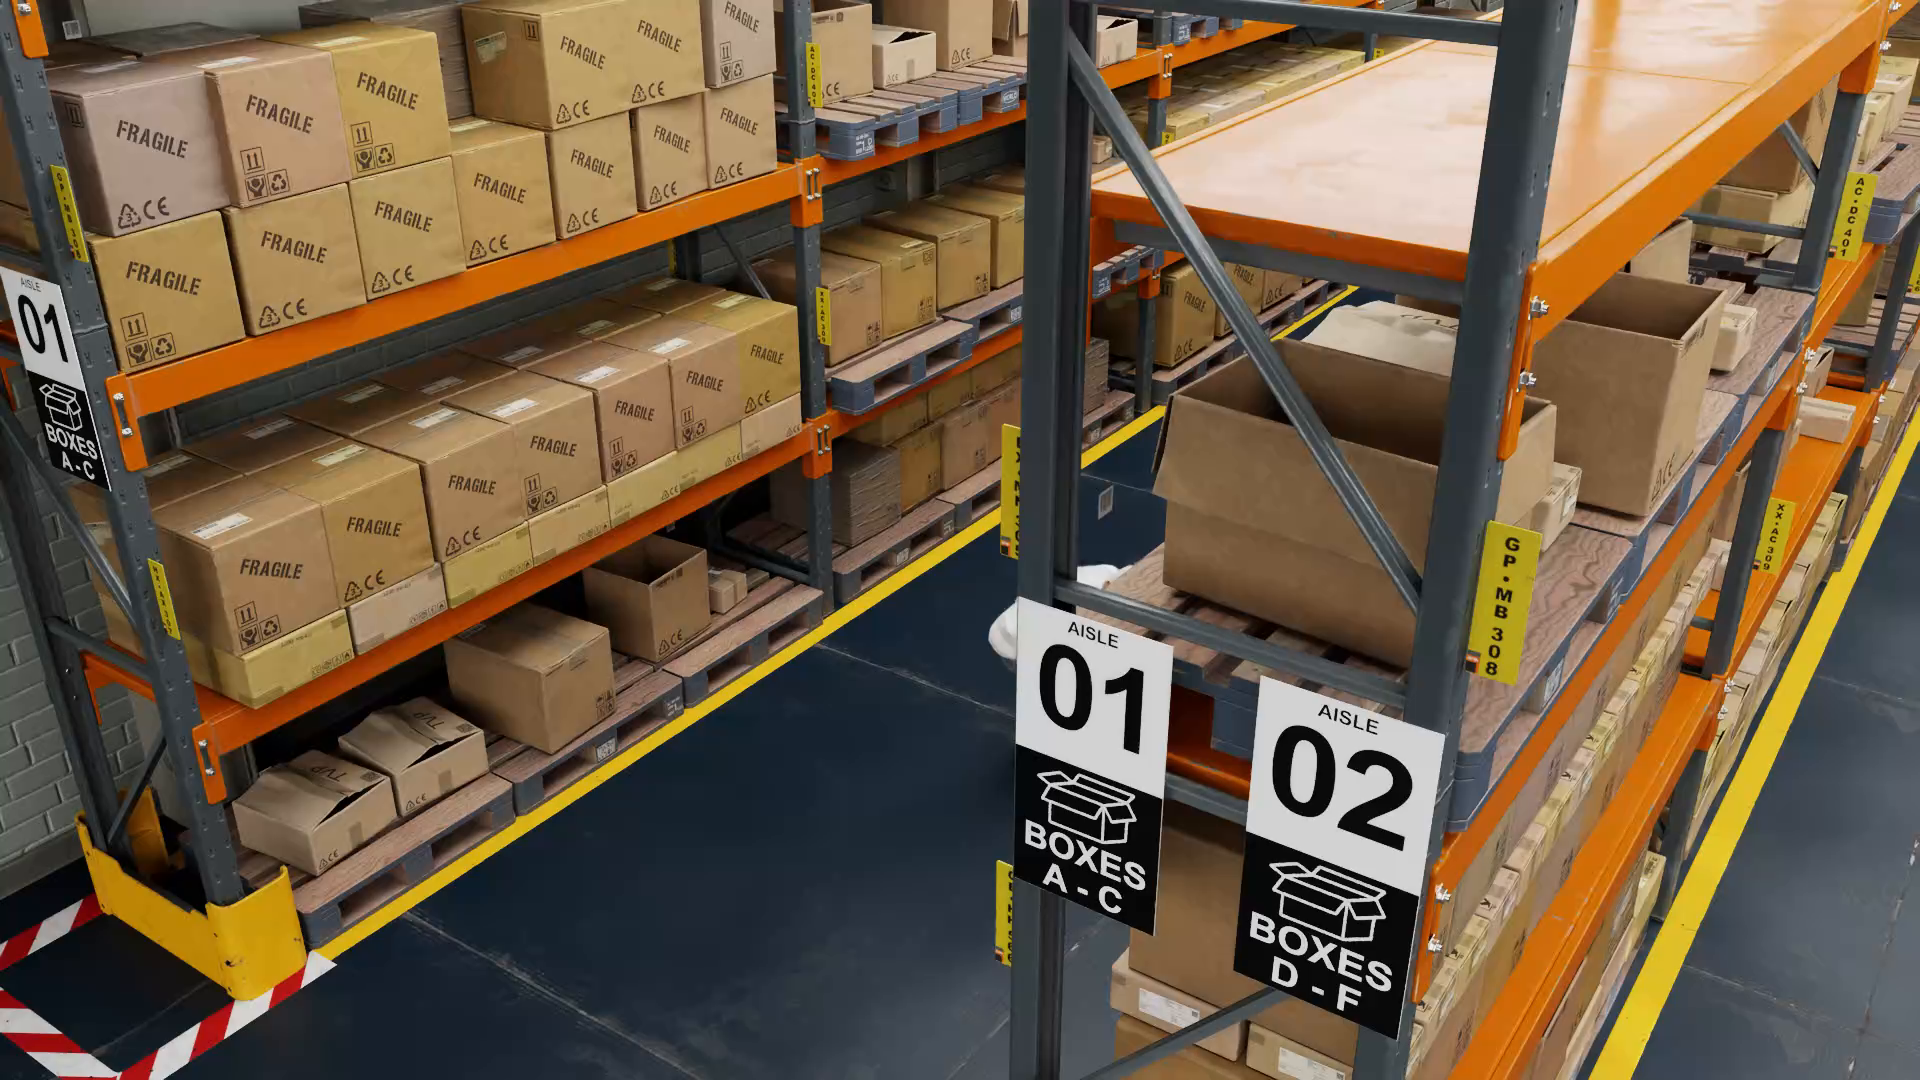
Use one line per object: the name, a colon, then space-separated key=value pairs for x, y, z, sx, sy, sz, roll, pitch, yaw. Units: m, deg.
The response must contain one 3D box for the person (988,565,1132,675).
person: x=0.592 y=0.588 z=8.649 sx=0.853 sy=1.183 sz=0.597 roll=17 pitch=31 yaw=30
